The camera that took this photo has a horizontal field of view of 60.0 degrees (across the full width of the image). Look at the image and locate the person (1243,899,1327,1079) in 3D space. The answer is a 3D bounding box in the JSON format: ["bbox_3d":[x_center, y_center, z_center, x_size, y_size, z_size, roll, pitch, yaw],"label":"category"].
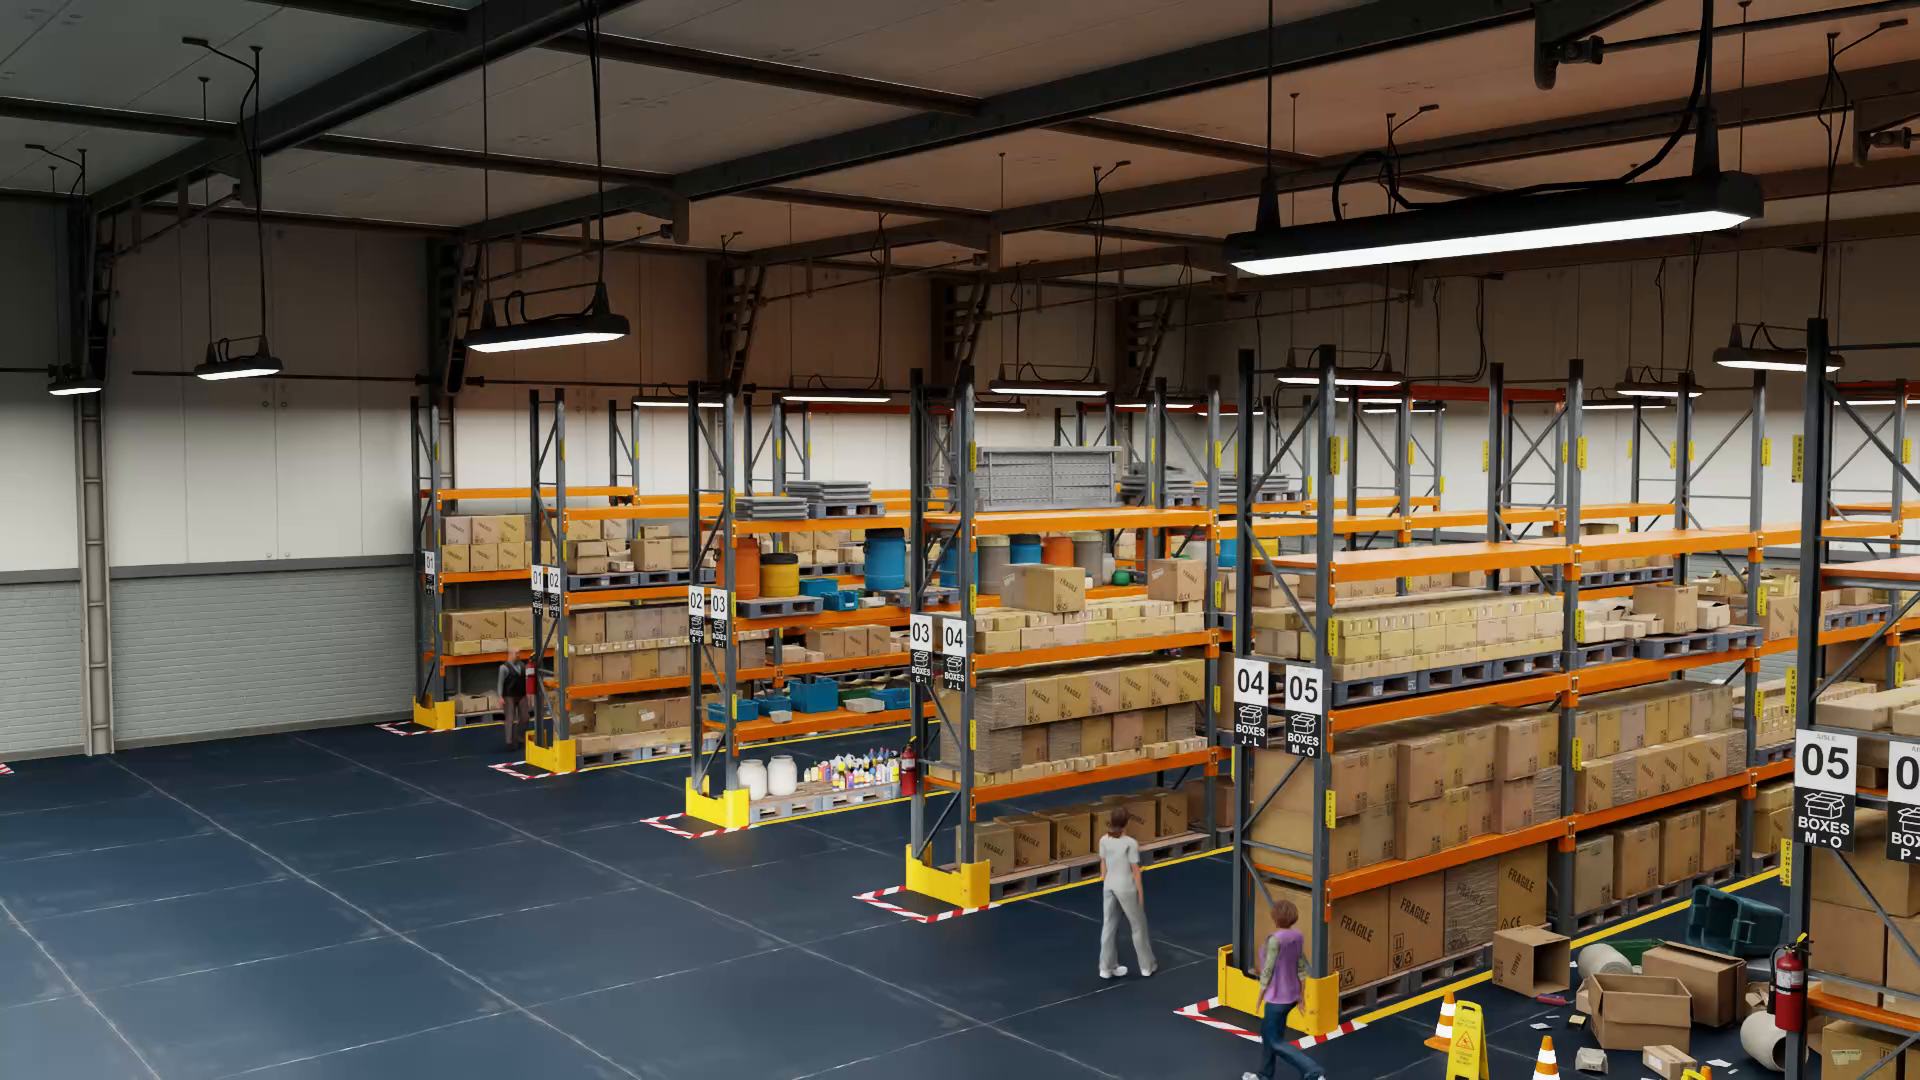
[{"bbox_3d":[2.544,3.602,13.042,0.802,1.572,0.389,2,4,34],"label":"person"}]

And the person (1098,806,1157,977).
[{"bbox_3d":[1.659,3.384,16.084,0.600,1.664,0.427,-3,4,-37],"label":"person"}]

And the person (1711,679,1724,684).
[{"bbox_3d":[10.977,2.909,24.023,0.881,1.812,0.492,-3,4,-39],"label":"person"}]

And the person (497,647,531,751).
[{"bbox_3d":[-7.505,2.697,28.003,0.396,1.804,0.620,3,4,39],"label":"person"}]
